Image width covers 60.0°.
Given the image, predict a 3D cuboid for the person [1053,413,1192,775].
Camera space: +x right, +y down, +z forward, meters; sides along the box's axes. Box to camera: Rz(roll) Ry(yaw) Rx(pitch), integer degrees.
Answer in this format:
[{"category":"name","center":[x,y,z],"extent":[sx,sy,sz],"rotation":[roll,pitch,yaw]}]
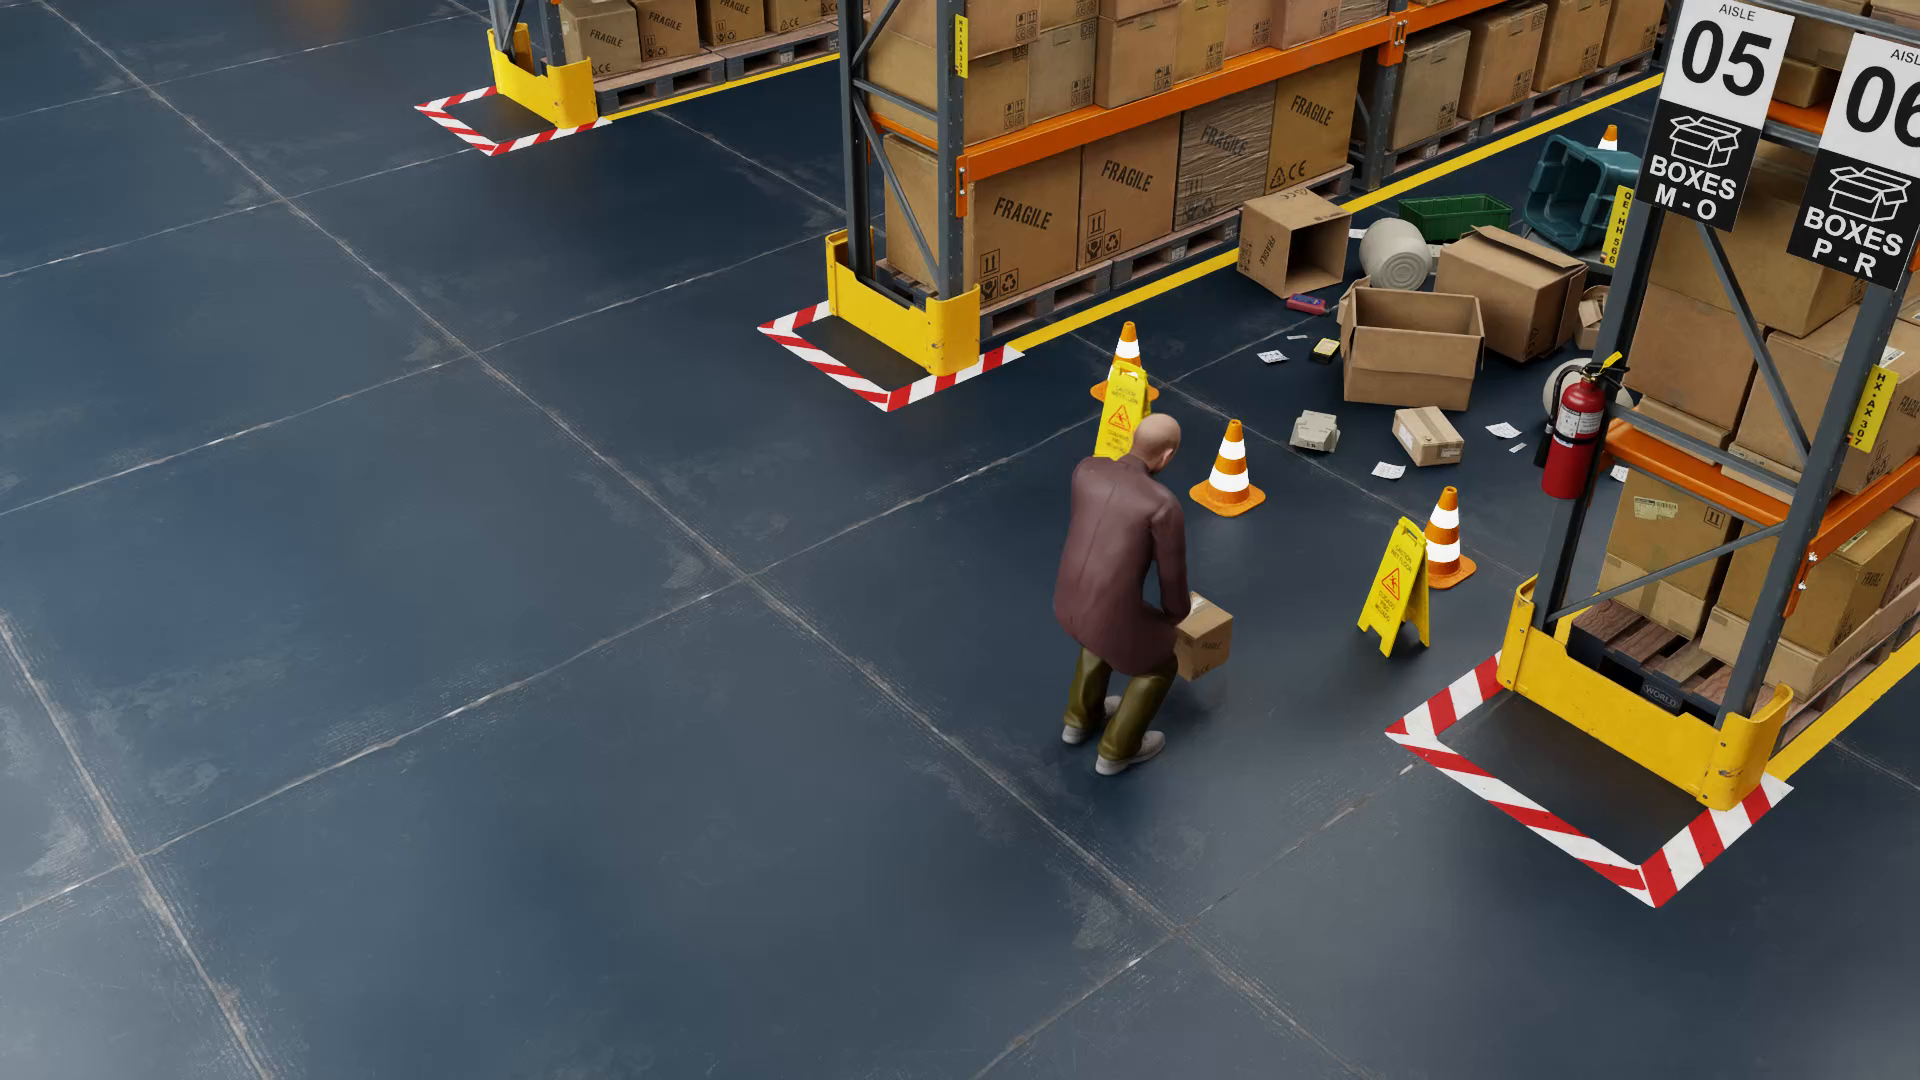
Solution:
[{"category":"person","center":[0.651,0.231,6.944],"extent":[0.588,1.582,0.623],"rotation":[-26,43,-31]}]
